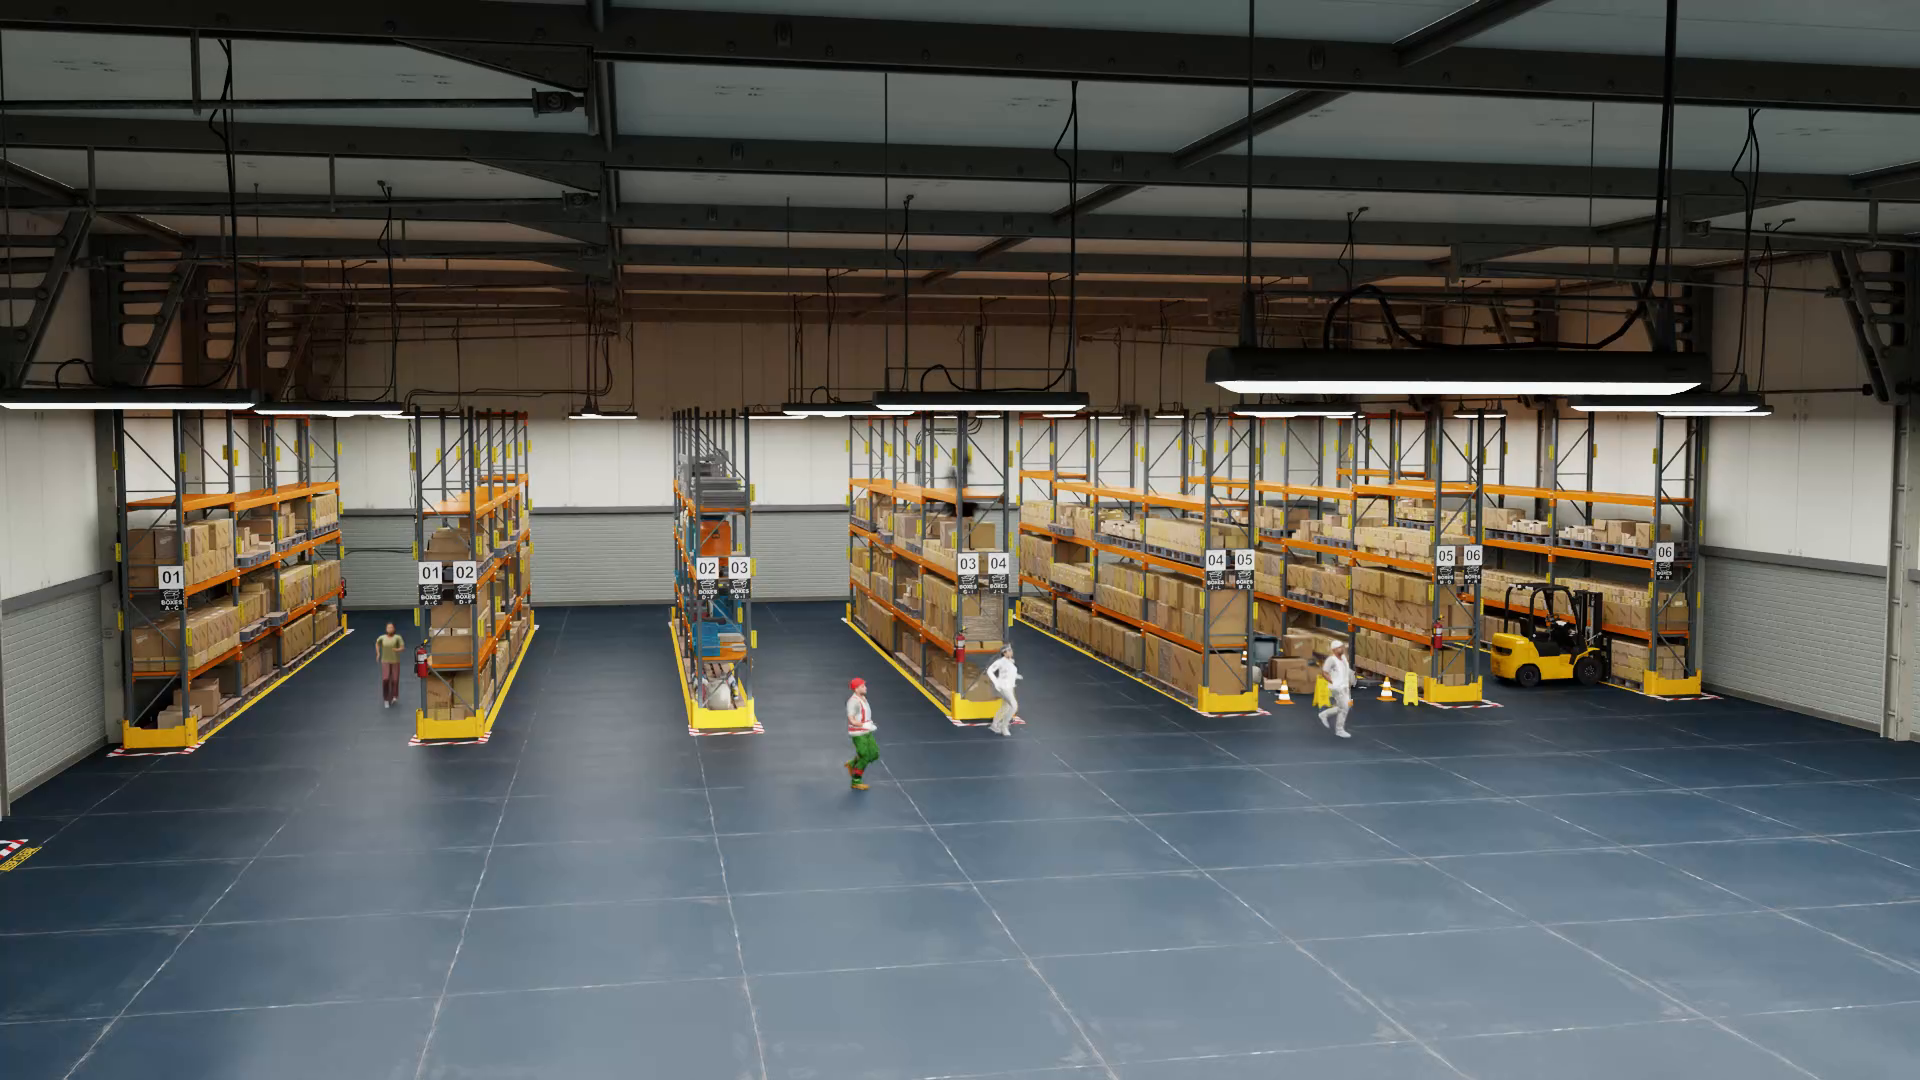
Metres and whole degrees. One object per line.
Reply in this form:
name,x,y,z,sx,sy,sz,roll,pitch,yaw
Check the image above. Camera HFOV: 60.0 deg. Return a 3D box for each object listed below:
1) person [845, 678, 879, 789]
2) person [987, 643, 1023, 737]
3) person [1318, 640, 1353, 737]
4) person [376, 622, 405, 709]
person,-1.543,3.012,25.916,0.594,1.742,0.655,1,4,15
person,0.847,2.725,30.327,0.682,1.713,0.591,3,5,33
person,6.855,2.698,30.364,0.664,1.758,0.672,3,5,39
person,-11.463,2.507,33.489,0.550,1.728,0.742,-1,4,-20
